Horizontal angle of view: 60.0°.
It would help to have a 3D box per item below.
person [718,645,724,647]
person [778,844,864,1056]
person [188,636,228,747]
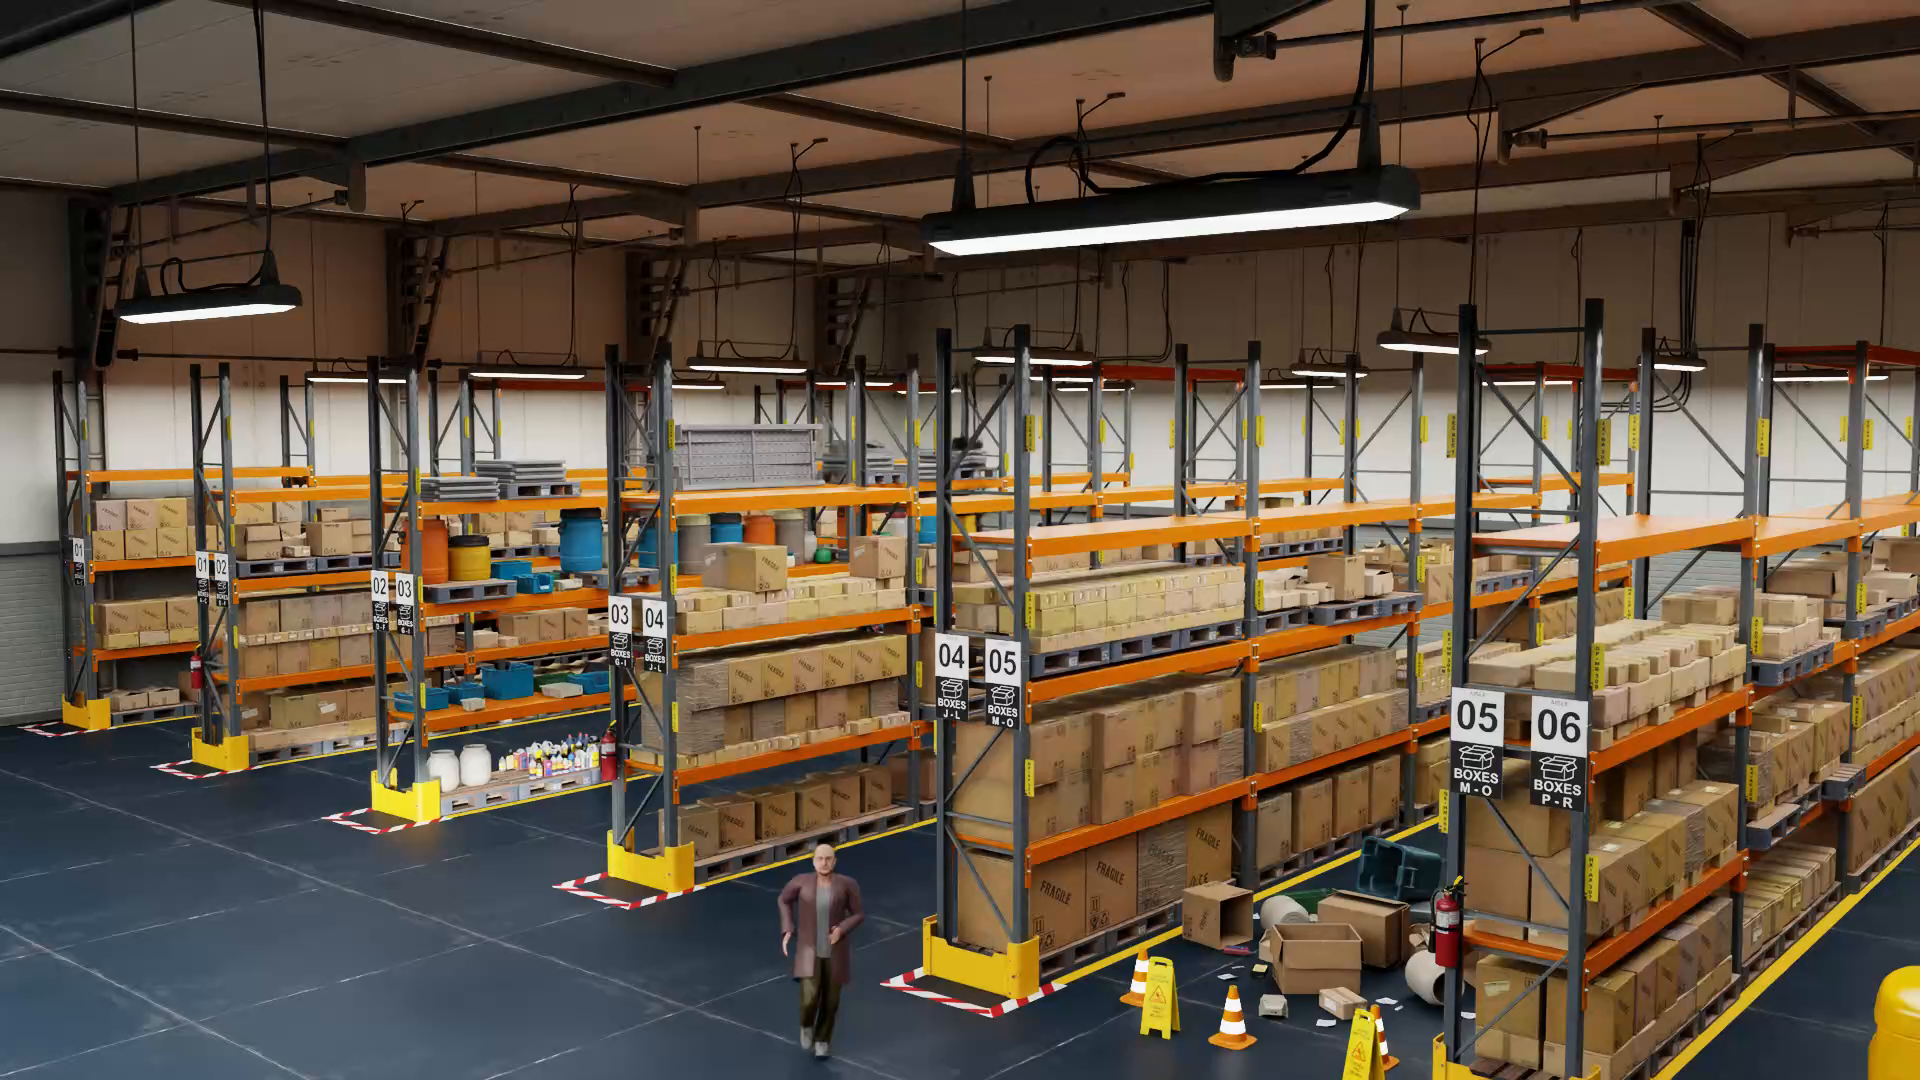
[{"bbox_3d":[-3.987,2.246,28.802,0.693,1.727,0.682,3,5,34],"label":"person"},{"bbox_3d":[-1.111,3.323,13.379,0.693,1.736,0.651,-1,4,-7],"label":"person"},{"bbox_3d":[-11.808,2.368,26.371,0.654,1.714,0.965,2,5,30],"label":"person"}]
